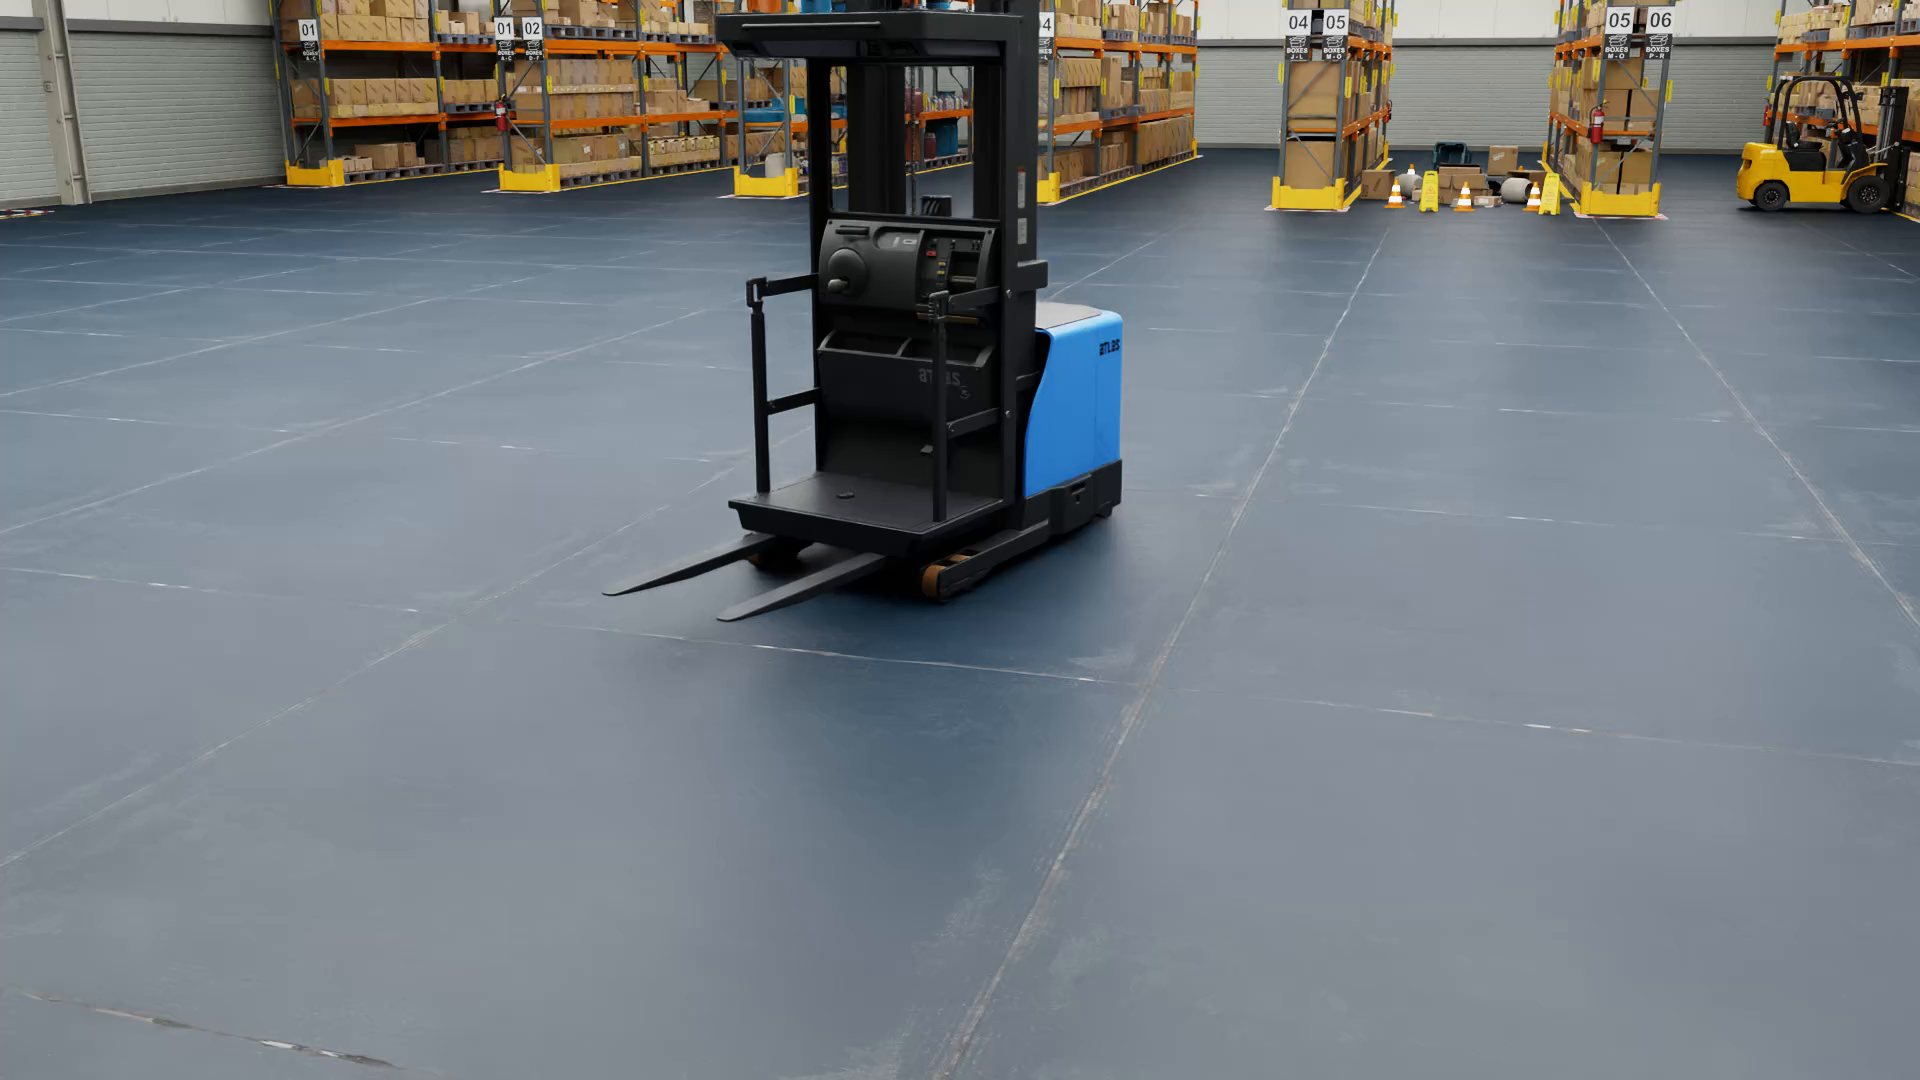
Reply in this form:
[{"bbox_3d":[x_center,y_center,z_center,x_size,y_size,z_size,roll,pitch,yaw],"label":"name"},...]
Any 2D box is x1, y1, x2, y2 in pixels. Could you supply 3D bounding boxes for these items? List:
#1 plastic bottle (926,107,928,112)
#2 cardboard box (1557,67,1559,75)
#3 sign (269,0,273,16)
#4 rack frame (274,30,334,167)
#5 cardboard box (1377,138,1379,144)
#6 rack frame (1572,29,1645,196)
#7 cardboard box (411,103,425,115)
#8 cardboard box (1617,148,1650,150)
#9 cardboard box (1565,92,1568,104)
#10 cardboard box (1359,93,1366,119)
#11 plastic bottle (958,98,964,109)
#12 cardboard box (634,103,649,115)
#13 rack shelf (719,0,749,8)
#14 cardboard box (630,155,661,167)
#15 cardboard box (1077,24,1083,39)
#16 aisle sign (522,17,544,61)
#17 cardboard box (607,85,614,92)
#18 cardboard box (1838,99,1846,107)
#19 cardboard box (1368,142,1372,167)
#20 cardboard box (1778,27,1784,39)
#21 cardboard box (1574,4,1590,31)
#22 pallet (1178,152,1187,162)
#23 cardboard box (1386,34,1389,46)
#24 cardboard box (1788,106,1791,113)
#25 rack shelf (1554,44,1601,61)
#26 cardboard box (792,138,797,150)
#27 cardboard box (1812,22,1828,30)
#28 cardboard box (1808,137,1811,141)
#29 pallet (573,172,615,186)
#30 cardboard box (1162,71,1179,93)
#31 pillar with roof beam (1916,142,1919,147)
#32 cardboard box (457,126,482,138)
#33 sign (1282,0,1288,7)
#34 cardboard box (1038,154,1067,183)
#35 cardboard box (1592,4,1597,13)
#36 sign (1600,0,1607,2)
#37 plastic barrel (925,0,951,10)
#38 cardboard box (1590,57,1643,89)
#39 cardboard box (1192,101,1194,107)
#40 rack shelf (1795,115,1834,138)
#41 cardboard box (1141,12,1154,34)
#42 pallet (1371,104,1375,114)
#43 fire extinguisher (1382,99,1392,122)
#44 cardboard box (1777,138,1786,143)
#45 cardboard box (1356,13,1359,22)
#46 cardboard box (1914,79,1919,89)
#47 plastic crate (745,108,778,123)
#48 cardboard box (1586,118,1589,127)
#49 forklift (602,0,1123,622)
[{"bbox_3d":[-0.801,-10.005,38.469,0.097,0.201,0.097,0,16,0],"label":"plastic bottle"},{"bbox_3d":[14.224,-10.792,38.866,0.500,0.500,0.500,5,17,17],"label":"cardboard box"},{"bbox_3d":[-13.619,-10.551,32.911,0.100,0.325,0.005,5,16,16],"label":"sign"},{"bbox_3d":[-13.092,-8.634,33.271,1.000,3.000,0.127,5,16,16],"label":"rack frame"},{"bbox_3d":[9.951,-9.668,40.283,0.380,0.149,0.250,5,17,17],"label":"cardboard box"},{"bbox_3d":[11.793,-7.759,30.188,1.000,3.000,0.127,5,16,16],"label":"rack frame"},{"bbox_3d":[-11.949,-9.340,36.001,0.500,0.250,0.500,5,17,16],"label":"cardboard box"},{"bbox_3d":[11.452,-6.416,28.349,0.500,0.500,0.500,5,17,17],"label":"cardboard box"},{"bbox_3d":[12.966,-9.255,34.820,0.500,0.250,0.500,4,16,14],"label":"cardboard box"},{"bbox_3d":[7.713,-8.544,32.773,0.500,0.500,0.500,5,16,16],"label":"cardboard box"},{"bbox_3d":[0.014,-10.817,41.196,0.152,0.276,0.135,5,16,16],"label":"plastic bottle"},{"bbox_3d":[-7.107,-9.357,36.096,0.500,0.250,0.500,6,17,19],"label":"cardboard box"},{"bbox_3d":[-5.500,-13.214,40.478,1.077,0.370,4.000,5,16,16],"label":"rack shelf"},{"bbox_3d":[-6.853,-8.262,36.232,0.500,0.250,0.500,4,16,15],"label":"cardboard box"},{"bbox_3d":[1.968,-9.359,30.608,0.500,0.250,0.500,5,17,18],"label":"cardboard box"},{"bbox_3d":[-8.067,-9.460,31.421,0.394,0.787,0.004,5,16,16],"label":"aisle sign"},{"bbox_3d":[-7.368,-9.303,34.260,0.380,0.149,0.250,5,16,16],"label":"cardboard box"},{"bbox_3d":[17.306,-8.495,32.141,0.500,0.250,0.500,5,16,16],"label":"cardboard box"},{"bbox_3d":[8.740,-8.460,36.469,0.500,0.500,0.500,5,17,17],"label":"cardboard box"},{"bbox_3d":[19.575,-11.934,39.139,0.500,0.250,0.500,4,16,15],"label":"cardboard box"},{"bbox_3d":[12.892,-10.611,33.786,0.797,0.503,0.637,4,16,12],"label":"cardboard box"},{"bbox_3d":[5.201,-9.792,42.466,1.003,0.211,1.213,5,16,16],"label":"pallet"},{"bbox_3d":[9.977,-11.948,39.733,0.500,0.250,0.500,5,17,18],"label":"cardboard box"},{"bbox_3d":[18.925,-9.726,37.582,0.380,0.149,0.250,4,16,15],"label":"cardboard box"},{"bbox_3d":[14.635,-11.472,39.101,1.077,0.370,4.000,5,16,16],"label":"rack shelf"},{"bbox_3d":[-4.605,-10.401,43.624,0.500,0.311,0.500,5,16,16],"label":"cardboard box"},{"bbox_3d":[18.122,-10.795,34.901,0.380,0.149,0.250,5,17,17],"label":"cardboard box"},{"bbox_3d":[18.403,-8.560,35.635,0.380,0.149,0.250,4,16,13],"label":"cardboard box"},{"bbox_3d":[-7.816,-7.430,34.139,1.003,0.211,1.213,5,16,16],"label":"pallet"},{"bbox_3d":[5.094,-11.286,40.978,0.500,0.500,0.500,5,16,16],"label":"cardboard box"},{"bbox_3d":[14.056,-11.231,31.434,9.100,9.000,0.400,5,16,16],"label":"pillar with roof beam"},{"bbox_3d":[-11.496,-9.496,38.711,0.500,0.250,0.500,4,16,14],"label":"cardboard box"},{"bbox_3d":[5.365,-8.947,27.401,0.100,0.325,0.005,5,16,16],"label":"sign"},{"bbox_3d":[1.682,-6.964,31.196,0.500,0.500,0.500,6,17,21],"label":"cardboard box"},{"bbox_3d":[11.161,-9.203,28.779,0.380,0.149,0.250,4,16,15],"label":"cardboard box"},{"bbox_3d":[10.130,-8.630,26.139,0.100,0.325,0.005,5,16,16],"label":"sign"},{"bbox_3d":[-0.522,-12.433,39.480,0.600,0.901,0.708,5,16,16],"label":"plastic barrel"},{"bbox_3d":[10.592,-7.536,26.839,0.700,0.500,0.500,4,16,15],"label":"cardboard box"},{"bbox_3d":[5.916,-11.428,43.582,0.380,0.149,0.250,5,17,17],"label":"cardboard box"},{"bbox_3d":[18.258,-8.599,34.467,1.077,0.370,4.000,5,16,16],"label":"rack shelf"},{"bbox_3d":[3.989,-11.805,37.997,0.797,0.503,0.637,4,16,15],"label":"cardboard box"},{"bbox_3d":[8.679,-9.592,37.001,1.003,0.211,1.213,5,16,16],"label":"pallet"},{"bbox_3d":[10.943,-11.070,42.685,0.296,0.674,0.183,5,16,16],"label":"fire extinguisher"},{"bbox_3d":[19.172,-9.010,38.411,0.500,0.500,0.500,5,17,17],"label":"cardboard box"},{"bbox_3d":[6.789,-9.170,29.171,0.380,0.149,0.250,5,16,16],"label":"cardboard box"},{"bbox_3d":[15.888,-7.475,27.269,0.380,0.149,0.250,5,16,16],"label":"cardboard box"},{"bbox_3d":[-3.738,-7.948,31.126,0.499,0.251,0.616,5,16,16],"label":"plastic crate"},{"bbox_3d":[10.979,-7.179,28.602,0.380,0.149,0.250,5,16,16],"label":"cardboard box"},{"bbox_3d":[-0.365,-1.281,7.473,1.130,2.935,3.031,10,19,31],"label":"forklift"}]
